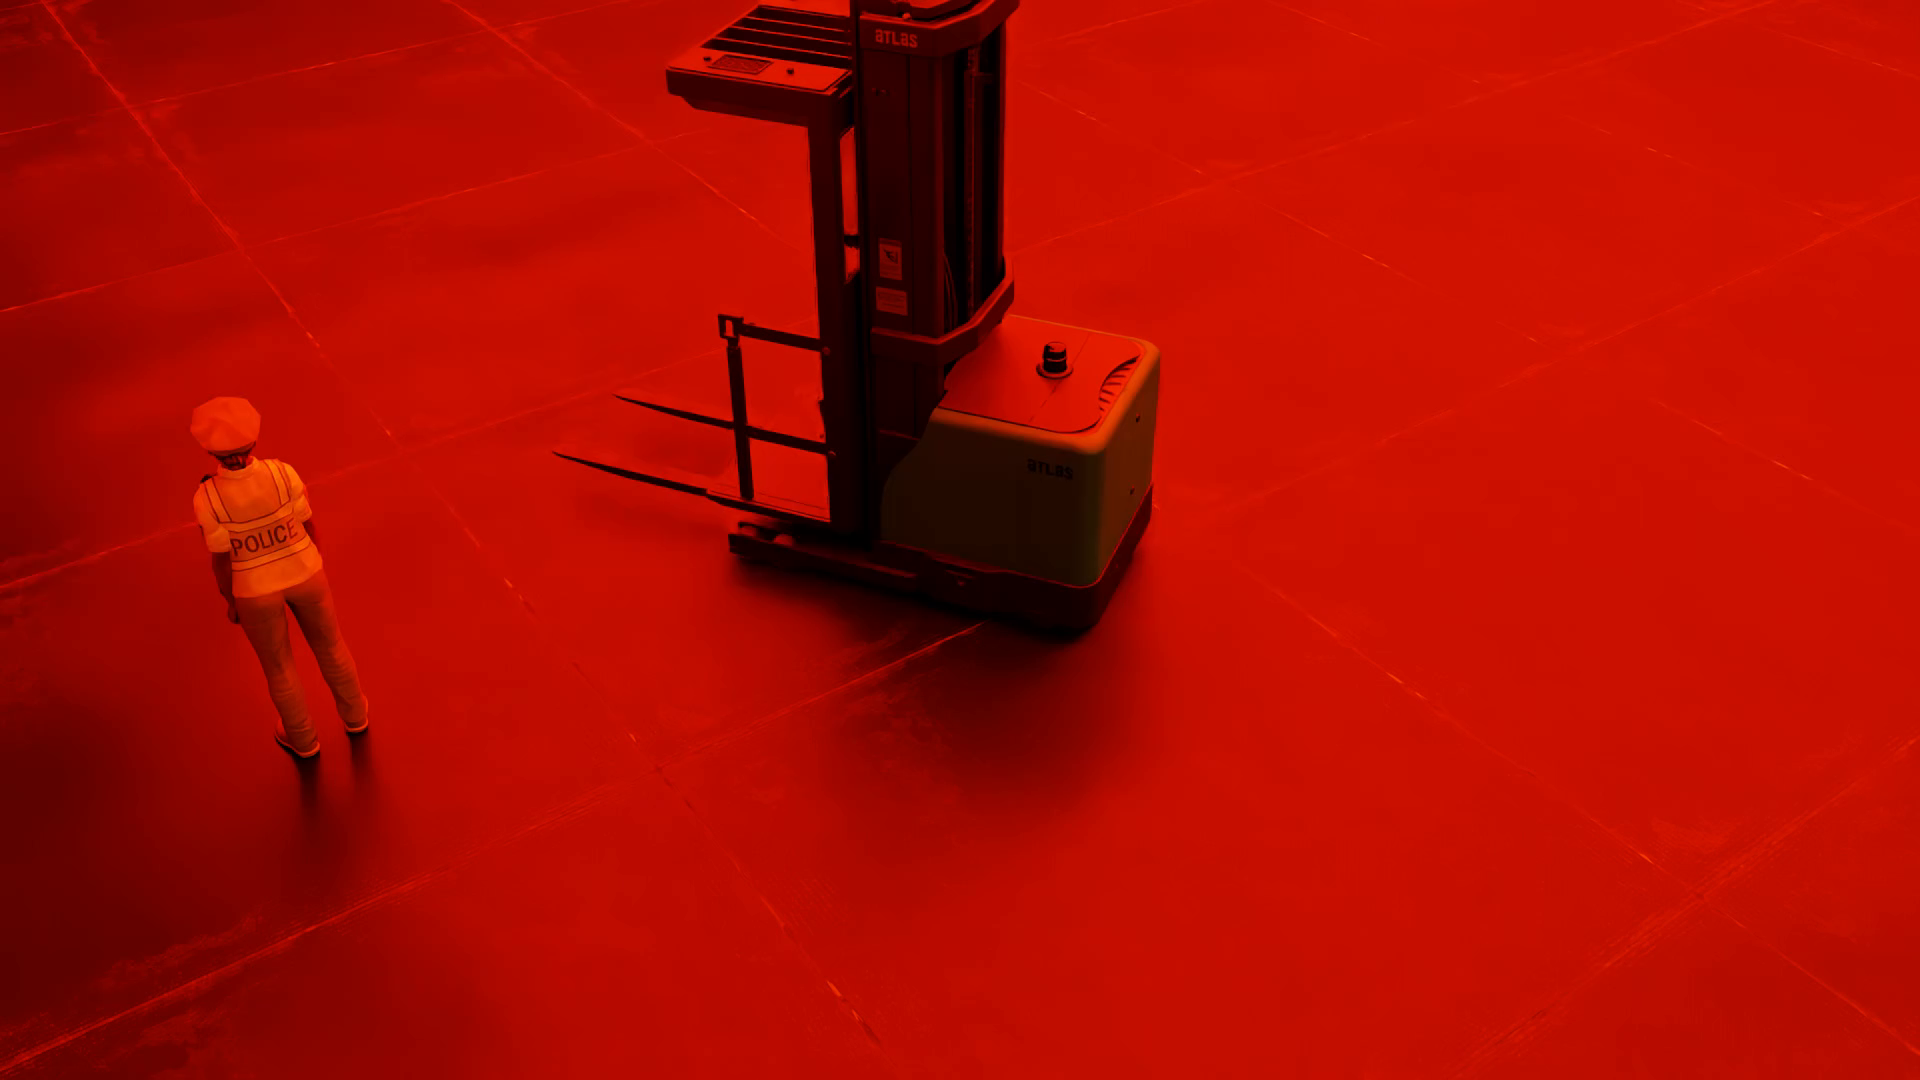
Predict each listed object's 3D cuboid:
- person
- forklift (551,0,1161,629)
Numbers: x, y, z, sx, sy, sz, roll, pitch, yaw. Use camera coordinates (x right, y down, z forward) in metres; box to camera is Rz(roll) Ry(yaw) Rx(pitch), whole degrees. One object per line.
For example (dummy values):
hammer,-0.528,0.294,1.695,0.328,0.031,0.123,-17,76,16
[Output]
person,-2.781,0.161,6.773,0.452,1.694,0.352,-24,43,-29
forklift,-0.605,-1.315,7.723,3.031,2.935,1.130,13,39,17
